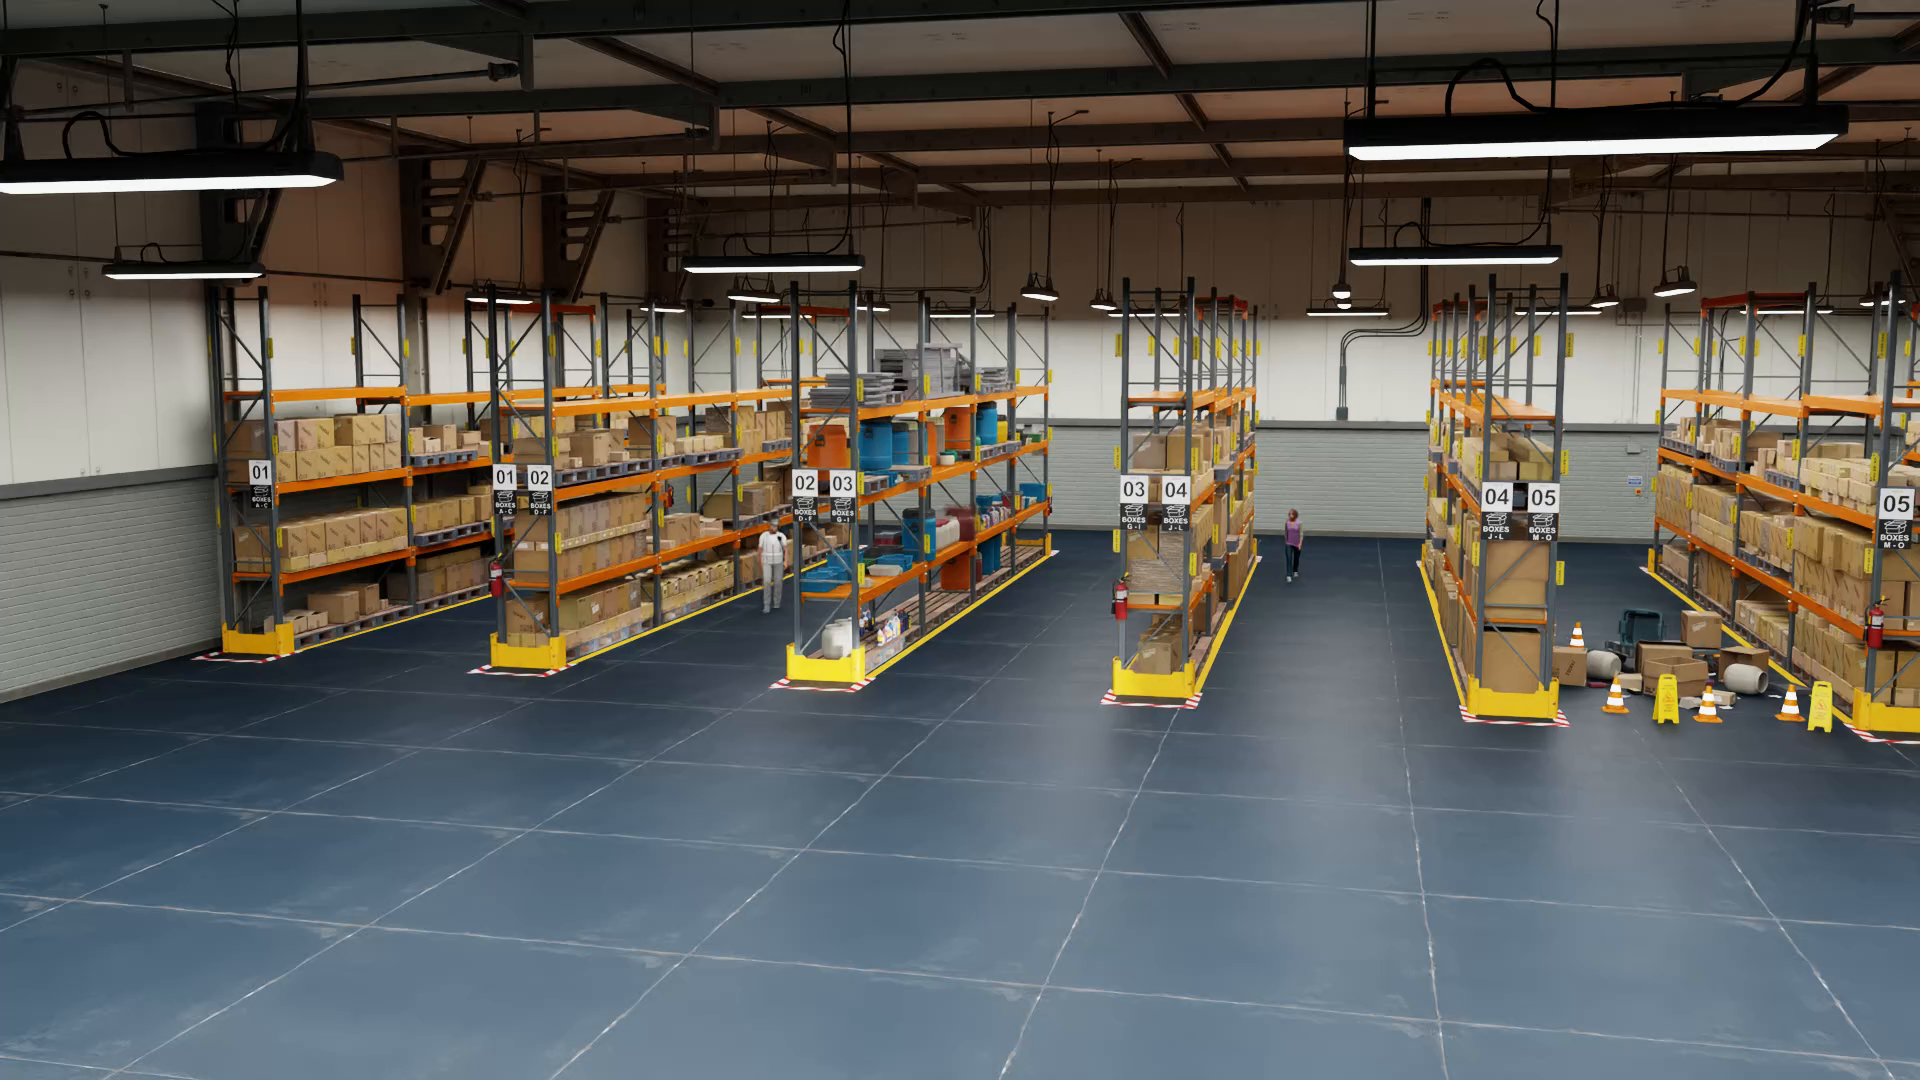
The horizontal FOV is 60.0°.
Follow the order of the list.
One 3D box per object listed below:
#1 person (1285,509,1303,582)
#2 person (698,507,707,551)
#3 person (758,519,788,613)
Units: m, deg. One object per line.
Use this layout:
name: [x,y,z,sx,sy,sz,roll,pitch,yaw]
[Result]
person: [7.197,0.113,35.851,0.397,1.509,0.972,1,7,11]
person: [-5.713,-0.177,38.093,0.618,1.625,0.720,3,7,23]
person: [-3.566,0.488,31.901,0.554,1.771,0.726,-1,7,-12]
